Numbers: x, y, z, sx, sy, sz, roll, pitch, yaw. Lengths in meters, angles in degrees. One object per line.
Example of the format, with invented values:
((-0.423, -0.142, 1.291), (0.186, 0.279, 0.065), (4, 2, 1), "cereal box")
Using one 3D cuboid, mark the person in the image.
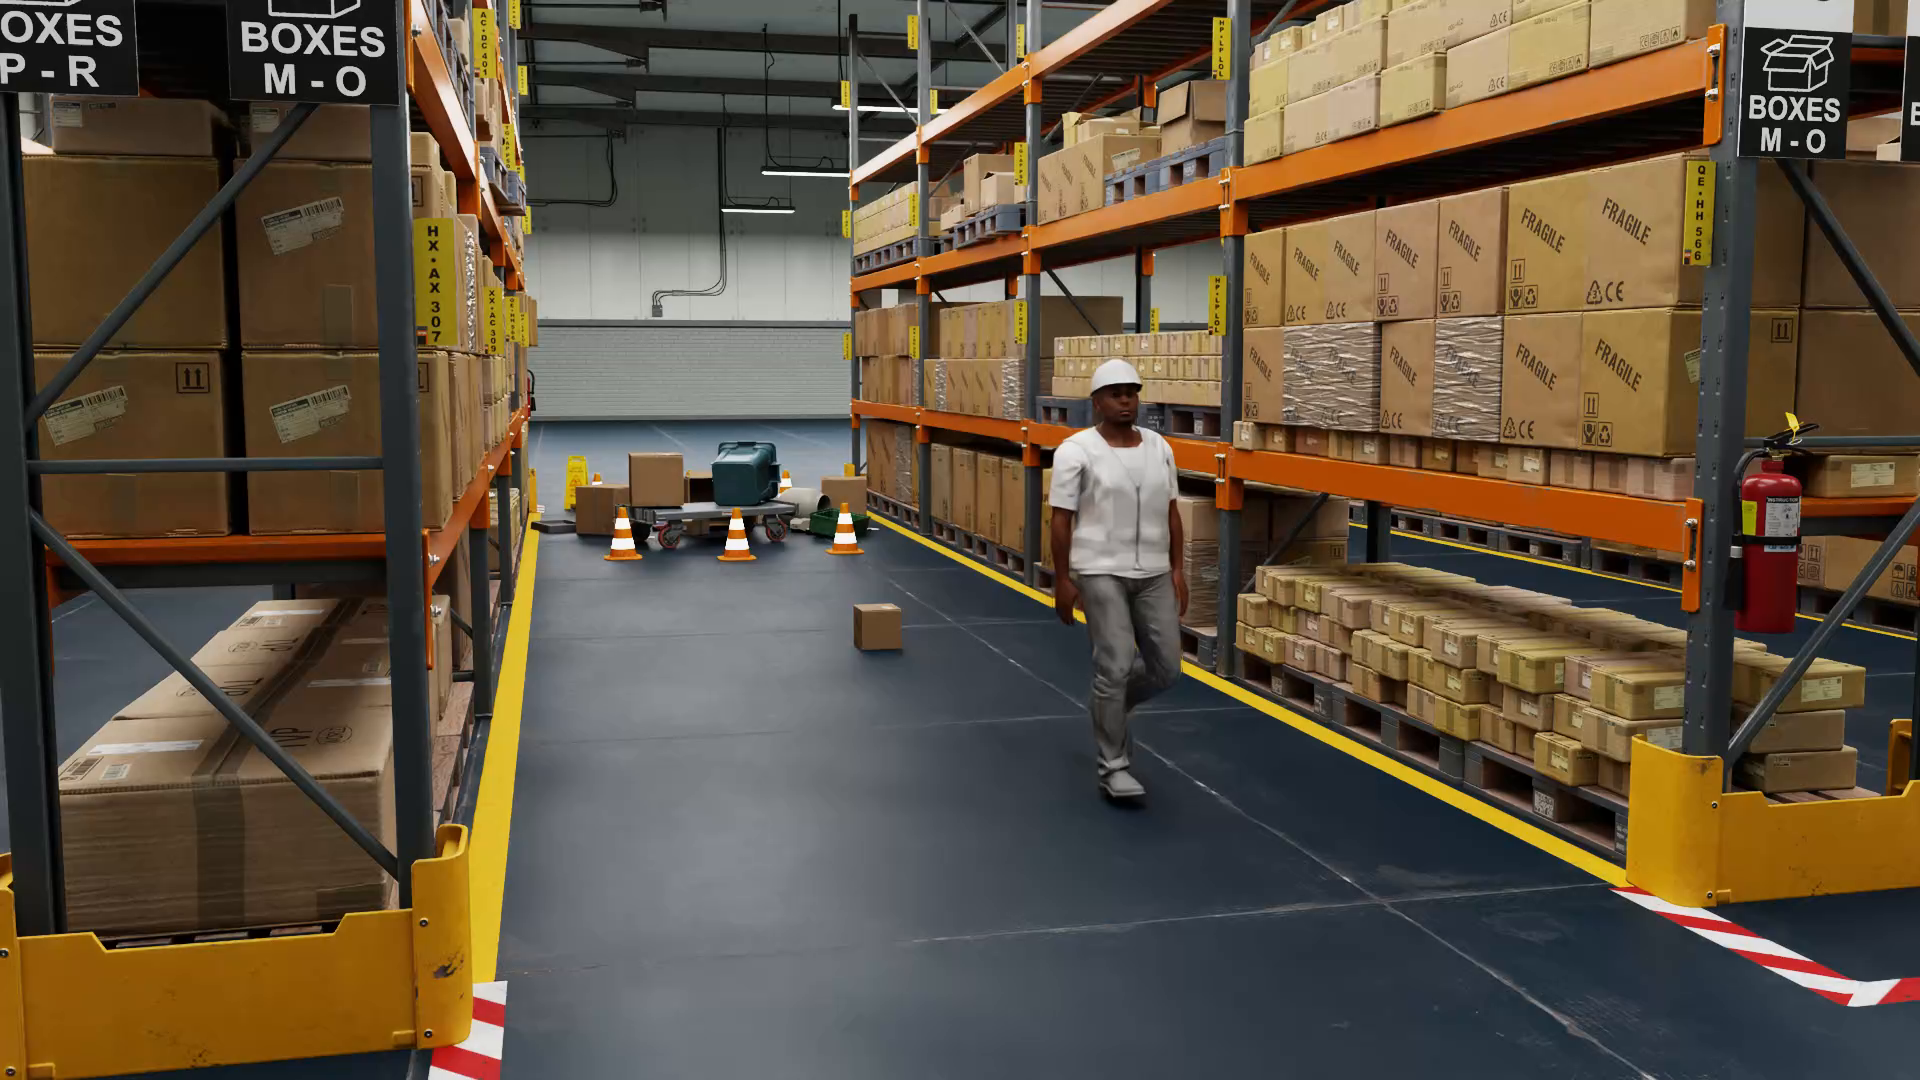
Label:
((0.650, 0.140, 6.815), (0.580, 1.753, 0.641), (-3, 7, -23), "person")
